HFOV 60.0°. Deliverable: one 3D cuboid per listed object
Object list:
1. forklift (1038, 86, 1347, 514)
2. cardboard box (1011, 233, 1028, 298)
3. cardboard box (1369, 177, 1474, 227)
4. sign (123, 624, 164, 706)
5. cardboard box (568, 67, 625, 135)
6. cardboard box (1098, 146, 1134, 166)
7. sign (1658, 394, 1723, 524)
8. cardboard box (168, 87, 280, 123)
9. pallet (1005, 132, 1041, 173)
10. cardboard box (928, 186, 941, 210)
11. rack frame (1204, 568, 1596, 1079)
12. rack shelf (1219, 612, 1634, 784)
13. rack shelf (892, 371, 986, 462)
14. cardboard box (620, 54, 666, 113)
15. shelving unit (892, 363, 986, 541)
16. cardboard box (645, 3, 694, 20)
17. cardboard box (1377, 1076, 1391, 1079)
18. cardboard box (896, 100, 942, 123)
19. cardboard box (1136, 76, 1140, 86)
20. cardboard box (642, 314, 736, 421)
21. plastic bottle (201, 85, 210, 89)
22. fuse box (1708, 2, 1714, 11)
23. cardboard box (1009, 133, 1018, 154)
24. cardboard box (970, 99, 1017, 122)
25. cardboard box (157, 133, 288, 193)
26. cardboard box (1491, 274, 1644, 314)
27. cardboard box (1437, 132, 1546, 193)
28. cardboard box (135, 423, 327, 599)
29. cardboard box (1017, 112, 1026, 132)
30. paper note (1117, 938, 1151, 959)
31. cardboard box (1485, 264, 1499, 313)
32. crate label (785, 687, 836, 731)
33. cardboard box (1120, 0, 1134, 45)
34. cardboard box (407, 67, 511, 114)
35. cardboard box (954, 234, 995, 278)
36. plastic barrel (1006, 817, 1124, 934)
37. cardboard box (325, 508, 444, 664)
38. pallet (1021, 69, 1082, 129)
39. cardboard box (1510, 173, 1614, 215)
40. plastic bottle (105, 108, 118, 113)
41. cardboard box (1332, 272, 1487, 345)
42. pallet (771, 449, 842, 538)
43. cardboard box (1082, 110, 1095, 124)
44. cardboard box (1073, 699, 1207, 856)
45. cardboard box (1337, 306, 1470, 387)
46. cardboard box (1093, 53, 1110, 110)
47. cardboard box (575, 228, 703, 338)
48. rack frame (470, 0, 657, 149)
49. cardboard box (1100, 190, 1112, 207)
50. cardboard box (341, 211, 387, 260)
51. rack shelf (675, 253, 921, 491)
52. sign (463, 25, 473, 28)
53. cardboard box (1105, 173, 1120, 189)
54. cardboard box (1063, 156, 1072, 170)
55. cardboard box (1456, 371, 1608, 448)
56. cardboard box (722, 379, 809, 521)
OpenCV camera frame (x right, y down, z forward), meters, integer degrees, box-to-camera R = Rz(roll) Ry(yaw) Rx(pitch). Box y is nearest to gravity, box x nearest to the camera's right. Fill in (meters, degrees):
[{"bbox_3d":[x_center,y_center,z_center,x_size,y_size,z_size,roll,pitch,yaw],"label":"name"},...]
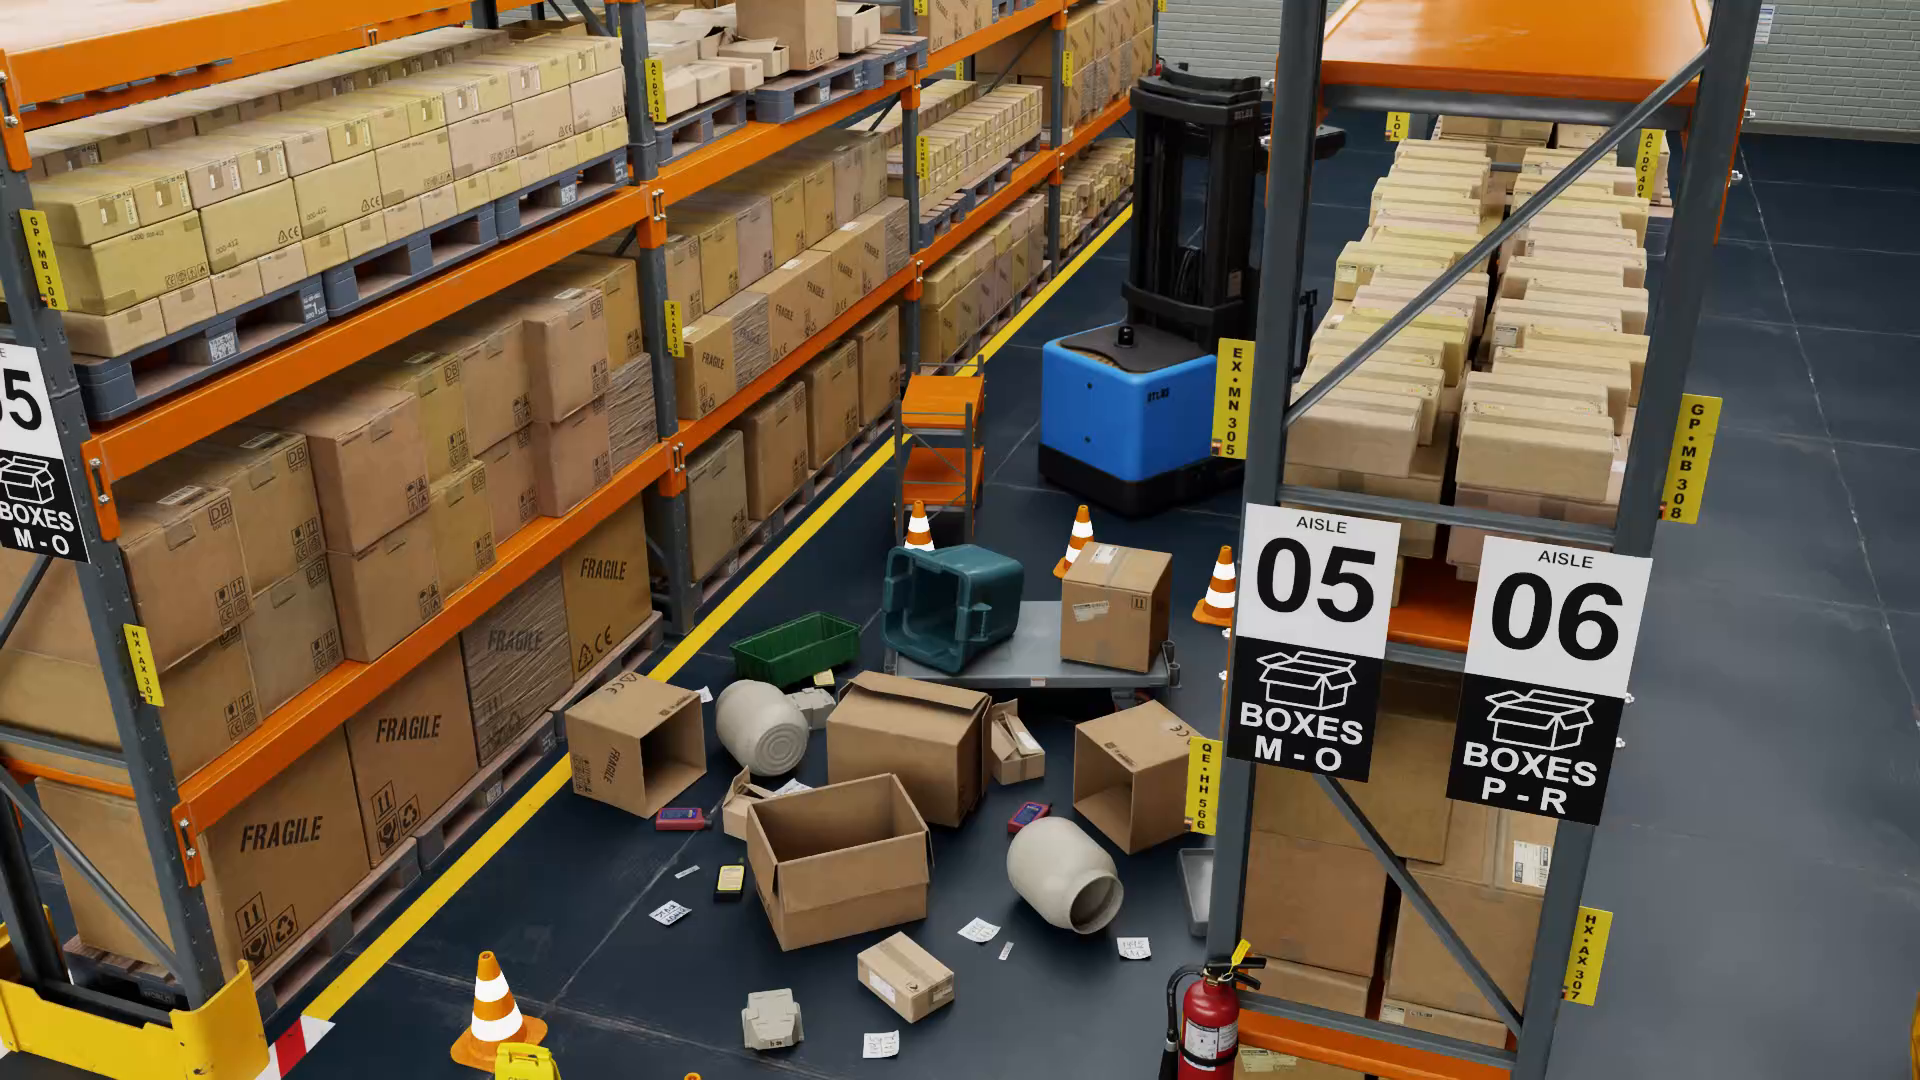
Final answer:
[{"bbox_3d":[2.044,-1.974,12.288,3.031,2.843,1.129,-19,32,-34],"label":"forklift"},{"bbox_3d":[0.342,-2.648,15.887,0.500,0.500,0.500,8,27,16],"label":"cardboard box"},{"bbox_3d":[1.880,-1.363,6.778,0.380,0.149,0.250,9,27,17],"label":"cardboard box"},{"bbox_3d":[-2.950,0.453,6.011,0.100,0.325,0.005,9,27,17],"label":"sign"},{"bbox_3d":[-2.062,-2.259,8.489,0.500,0.250,0.500,8,27,17],"label":"cardboard box"},{"bbox_3d":[1.811,-4.479,19.389,0.380,0.149,0.250,8,27,16],"label":"cardboard box"},{"bbox_3d":[1.742,-0.193,3.985,0.100,0.325,0.005,9,27,17],"label":"sign"},{"bbox_3d":[-3.172,-1.849,7.184,0.380,0.149,0.250,9,27,18],"label":"cardboard box"},{"bbox_3d":[0.130,-3.756,16.010,1.003,0.211,1.213,9,27,17],"label":"pallet"},{"bbox_3d":[-0.381,-2.833,13.688,0.380,0.149,0.250,10,28,20],"label":"cardboard box"},{"bbox_3d":[1.230,1.472,4.991,1.000,3.000,0.127,9,27,17],"label":"rack frame"},{"bbox_3d":[1.895,-0.376,6.192,1.077,0.370,4.000,9,27,17],"label":"rack shelf"},{"bbox_3d":[-0.128,-0.842,11.211,0.538,0.278,1.000,2,24,4],"label":"rack shelf"},{"bbox_3d":[-2.056,-2.678,9.696,0.500,0.250,0.500,9,27,18],"label":"cardboard box"},{"bbox_3d":[-0.128,-0.574,11.330,0.538,0.981,1.030,2,24,4],"label":"shelving unit"},{"bbox_3d":[-3.382,-5.876,19.137,0.500,0.500,0.500,8,27,16],"label":"cardboard box"},{"bbox_3d":[1.766,1.882,5.958,0.500,0.500,0.500,8,27,16],"label":"cardboard box"},{"bbox_3d":[-0.388,-3.956,15.326,0.380,0.149,0.250,9,27,17],"label":"cardboard box"},{"bbox_3d":[1.892,-5.395,19.462,0.380,0.149,0.250,9,27,17],"label":"cardboard box"},{"bbox_3d":[-1.712,-1.070,10.127,0.500,0.500,0.500,9,27,18],"label":"cardboard box"},{"bbox_3d":[-8.653,-5.252,19.012,0.061,0.283,0.133,9,27,17],"label":"plastic bottle"},{"bbox_3d":[10.341,-6.479,22.892,0.539,1.711,0.414,9,27,17],"label":"fuse box"},{"bbox_3d":[0.322,-3.708,15.496,0.380,0.149,0.250,7,27,15],"label":"cardboard box"},{"bbox_3d":[0.308,-3.962,15.338,0.380,0.149,0.250,9,27,17],"label":"cardboard box"},{"bbox_3d":[-2.807,-1.437,6.334,0.380,0.149,0.250,9,27,18],"label":"cardboard box"},{"bbox_3d":[2.163,-0.742,5.952,0.500,0.250,0.500,9,27,19],"label":"cardboard box"},{"bbox_3d":[2.619,-1.904,8.213,0.500,0.250,0.500,8,27,16],"label":"cardboard box"},{"bbox_3d":[-3.216,-0.144,6.918,0.875,0.550,0.550,9,27,17],"label":"cardboard box"},{"bbox_3d":[0.403,-3.943,15.641,0.380,0.149,0.250,10,28,20],"label":"cardboard box"},{"bbox_3d":[0.796,1.859,7.600,0.142,0.019,0.148,0,26,-1],"label":"paper note"},{"bbox_3d":[2.108,-1.099,7.147,0.380,0.149,0.250,9,27,17],"label":"cardboard box"},{"bbox_3d":[-0.852,0.948,9.359,0.298,0.136,0.250,-9,27,-18],"label":"crate label"},{"bbox_3d":[1.602,-5.761,18.327,0.500,0.500,0.500,10,28,20],"label":"cardboard box"},{"bbox_3d":[-2.298,-2.065,7.631,0.380,0.149,0.250,9,27,18],"label":"cardboard box"},{"bbox_3d":[-0.006,-2.551,14.827,0.500,0.250,0.500,9,27,18],"label":"cardboard box"},{"bbox_3d":[0.489,1.563,7.759,0.421,0.421,0.512,-14,29,-27],"label":"plastic barrel"},{"bbox_3d":[-2.924,0.128,7.595,0.875,0.550,0.550,9,27,17],"label":"cardboard box"},{"bbox_3d":[-9.991,-4.717,16.270,20.827,1.712,8.533,9,27,17],"label":"pallet"},{"bbox_3d":[2.476,-1.394,6.841,0.380,0.149,0.250,9,27,19],"label":"cardboard box"},{"bbox_3d":[-9.157,-4.715,17.826,0.144,0.351,0.185,9,27,17],"label":"plastic bottle"},{"bbox_3d":[1.649,-0.822,6.118,0.500,0.250,0.500,9,27,18],"label":"cardboard box"},{"bbox_3d":[1.337,-0.649,12.571,6.107,0.211,4.108,9,27,17],"label":"pallet"},{"bbox_3d":[1.221,-4.531,17.677,0.380,0.149,0.250,9,27,18],"label":"cardboard box"},{"bbox_3d":[0.921,1.195,8.428,0.500,0.500,0.500,-14,29,-27],"label":"cardboard box"},{"bbox_3d":[1.387,-0.610,5.223,0.380,0.149,0.250,9,27,18],"label":"cardboard box"},{"bbox_3d":[-1.566,-5.568,17.285,5.883,2.061,2.375,8,27,16],"label":"cardboard box"},{"bbox_3d":[-1.981,-1.548,9.967,0.700,0.500,0.500,8,27,17],"label":"cardboard box"},{"bbox_3d":[-2.141,-3.548,8.476,1.000,3.000,0.127,9,27,17],"label":"rack frame"},{"bbox_3d":[1.509,-3.896,18.867,0.380,0.149,0.250,9,27,18],"label":"cardboard box"},{"bbox_3d":[-2.635,-1.288,6.942,0.380,0.149,0.250,9,27,17],"label":"cardboard box"},{"bbox_3d":[-1.475,-1.346,11.637,1.077,0.370,4.000,9,27,17],"label":"rack shelf"},{"bbox_3d":[-2.656,-2.647,9.102,0.100,0.325,0.005,9,27,17],"label":"sign"},{"bbox_3d":[1.615,-4.132,19.015,0.380,0.149,0.250,9,27,18],"label":"cardboard box"},{"bbox_3d":[1.069,-4.345,19.112,0.380,0.149,0.250,10,28,19],"label":"cardboard box"},{"bbox_3d":[1.609,-0.346,4.678,0.380,0.149,0.250,9,27,17],"label":"cardboard box"},{"bbox_3d":[-1.694,-0.689,11.553,1.050,0.750,0.750,9,27,17],"label":"cardboard box"}]
